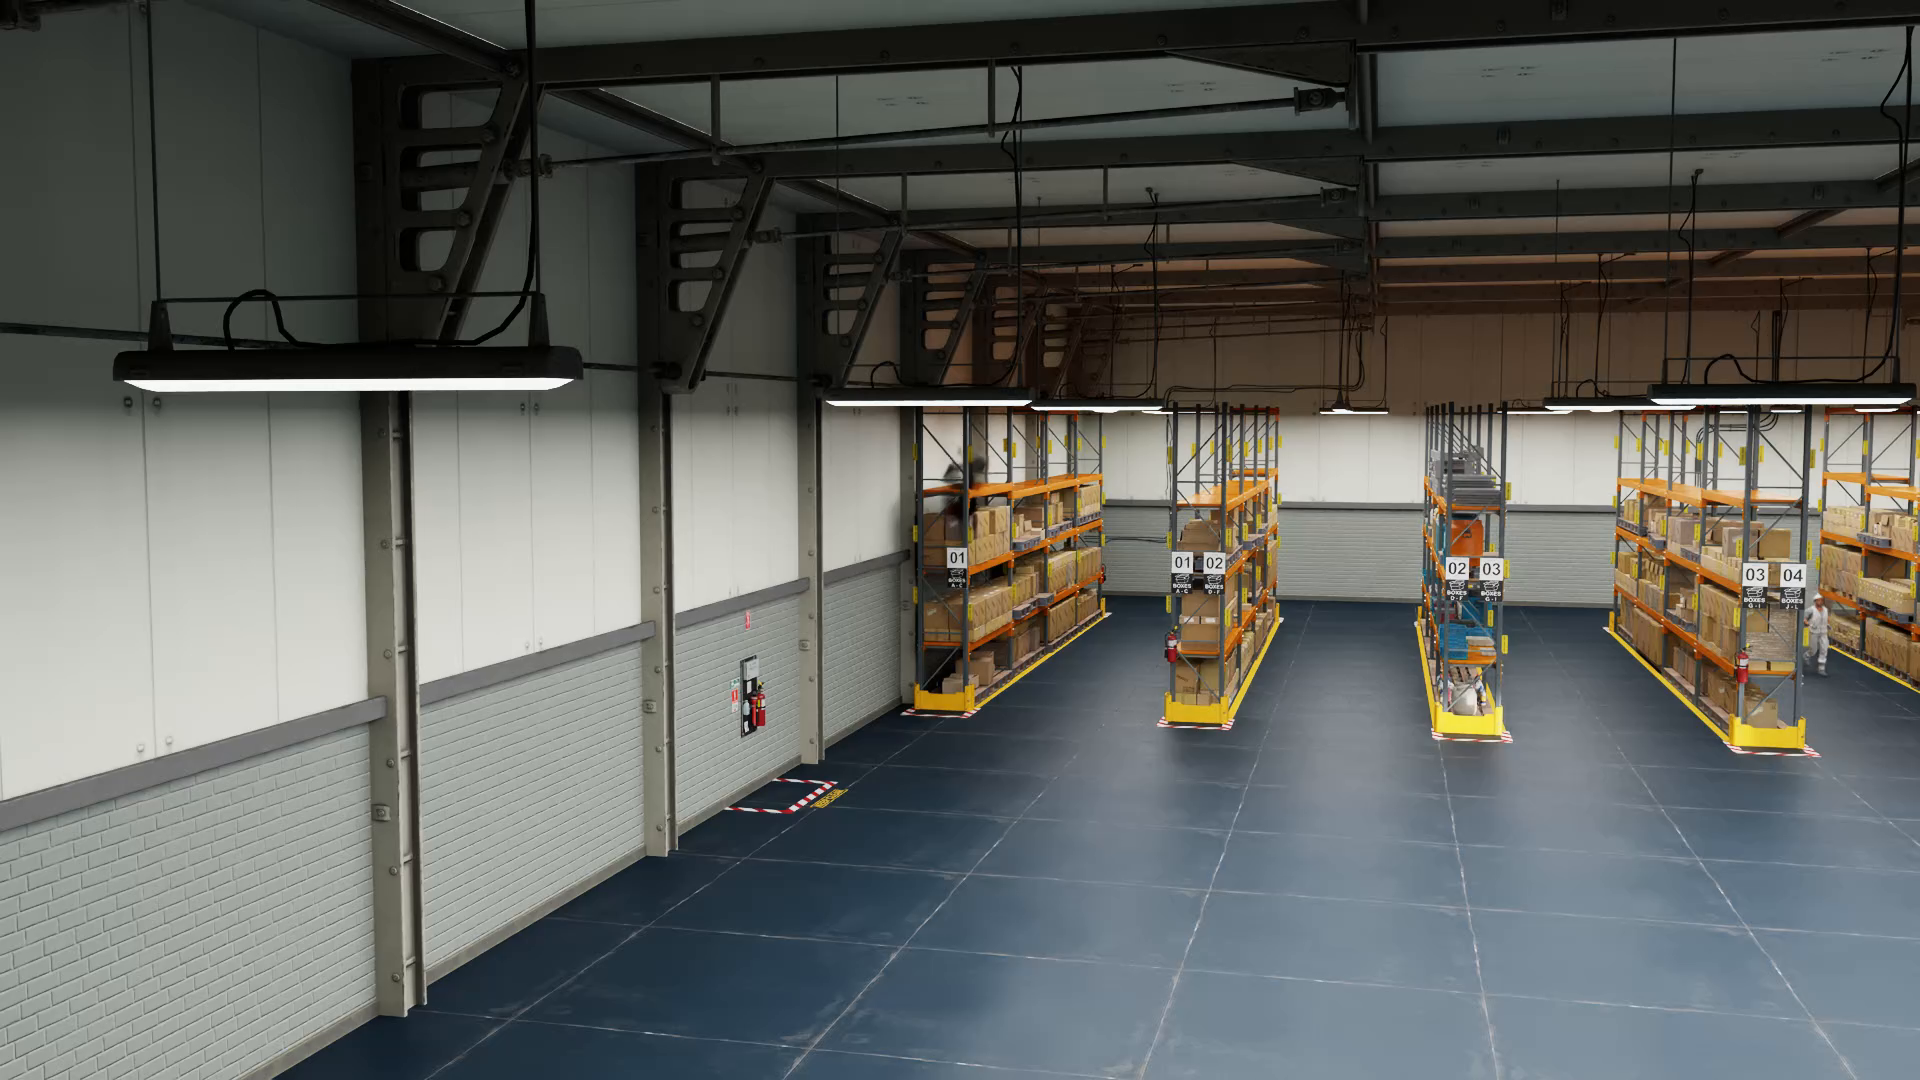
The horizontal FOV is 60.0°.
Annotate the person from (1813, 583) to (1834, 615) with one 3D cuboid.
[{"bbox_3d":[23.084,1.633,44.219,0.766,1.798,0.652,0,4,2],"label":"person"}]

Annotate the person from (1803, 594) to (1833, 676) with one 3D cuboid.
[{"bbox_3d":[19.141,2.094,37.118,0.658,1.779,0.928,0,4,3],"label":"person"}]
